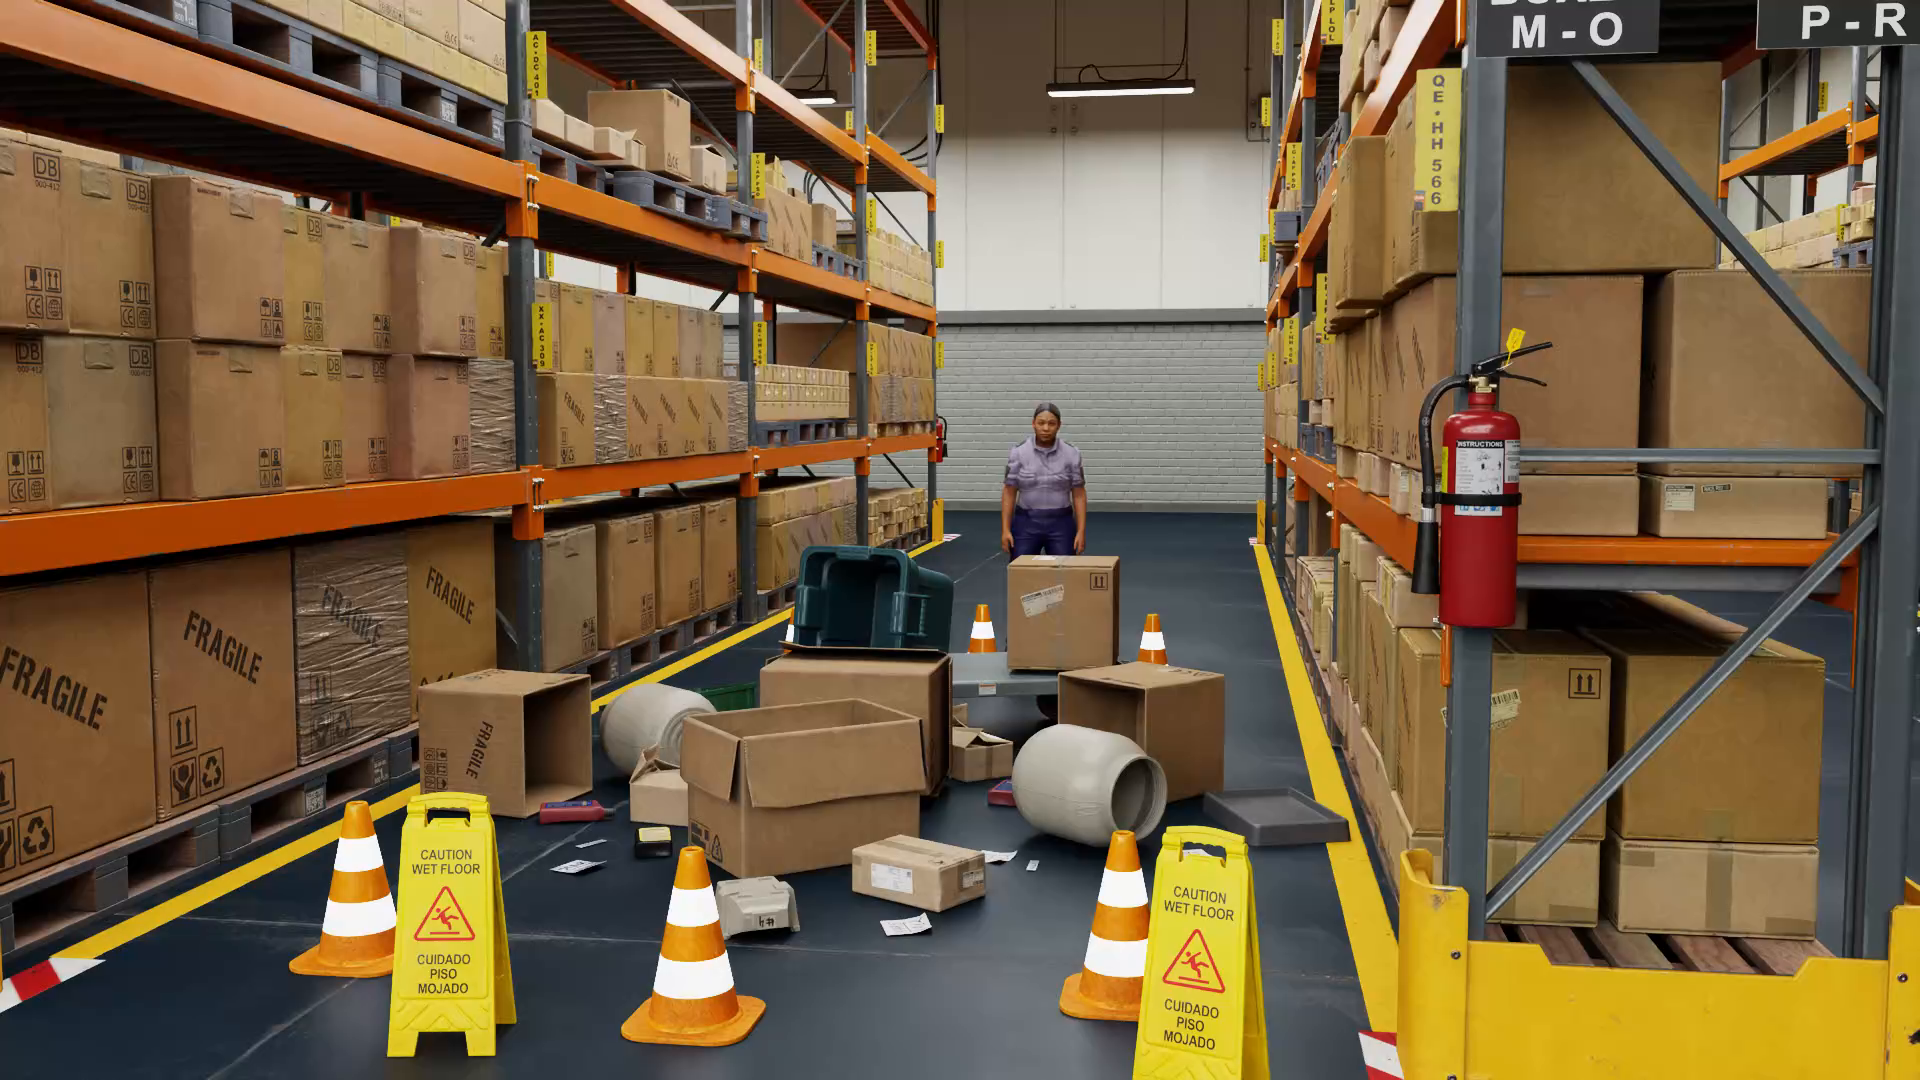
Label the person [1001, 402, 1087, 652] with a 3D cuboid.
[{"bbox_3d":[0.509,-0.028,10.296,0.549,1.651,0.350,0,5,4],"label":"person"}]
